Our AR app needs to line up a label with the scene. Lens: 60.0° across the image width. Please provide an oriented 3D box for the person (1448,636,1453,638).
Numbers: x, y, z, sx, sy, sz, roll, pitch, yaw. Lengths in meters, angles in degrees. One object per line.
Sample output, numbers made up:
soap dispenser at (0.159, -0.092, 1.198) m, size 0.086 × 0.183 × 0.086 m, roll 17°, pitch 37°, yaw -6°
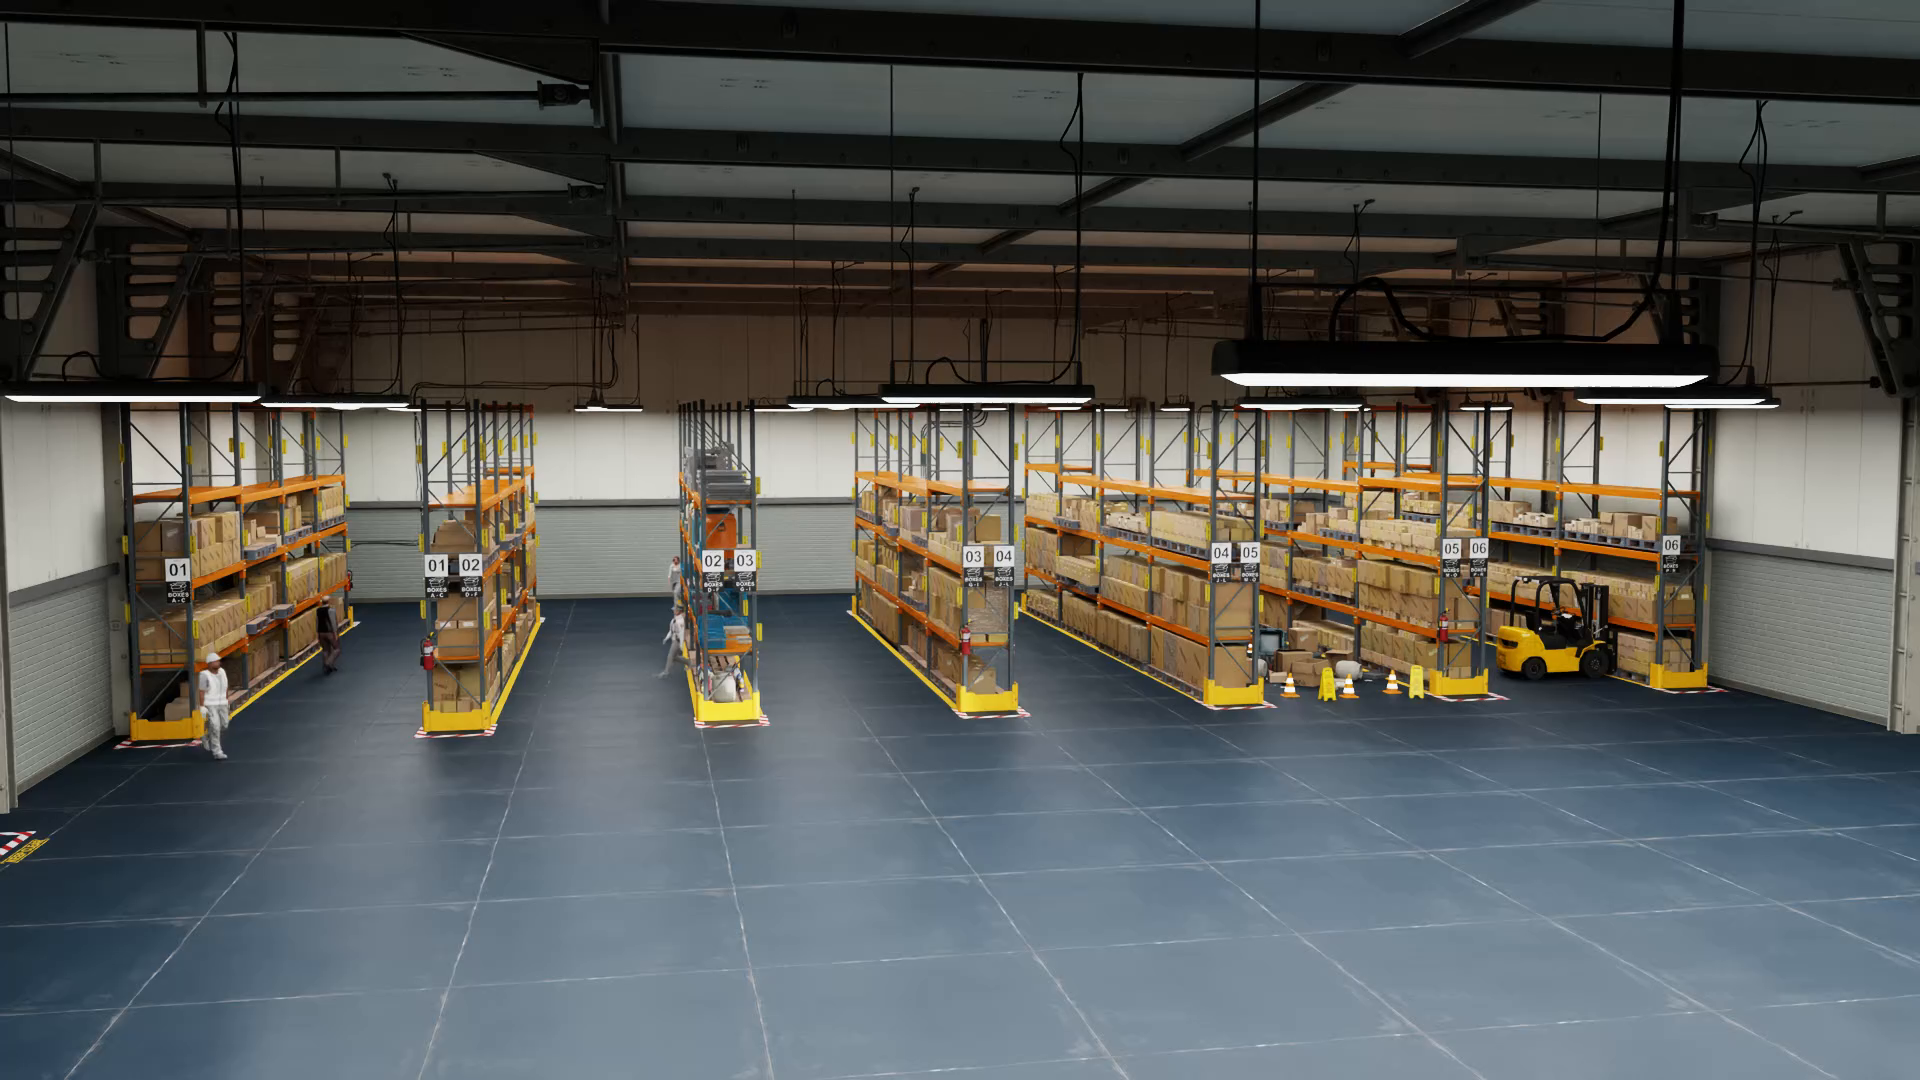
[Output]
person at (11.427, 1.904, 39.031) m, size 0.567 × 1.800 × 0.389 m, roll -3°, pitch 5°, yaw -36°

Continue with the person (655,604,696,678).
person at (-6.141, 2.184, 35.974) m, size 0.898 × 1.621 × 0.541 m, roll -2°, pitch 5°, yaw -20°

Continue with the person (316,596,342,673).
person at (-14.012, 2.091, 36.757) m, size 0.567 × 1.715 × 0.488 m, roll 1°, pitch 5°, yaw 17°

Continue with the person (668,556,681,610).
person at (-8.329, 1.238, 48.895) m, size 0.399 × 1.549 × 0.909 m, roll 1°, pitch 5°, yaw 18°

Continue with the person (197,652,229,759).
person at (-12.452, 2.739, 27.677) m, size 0.789 × 1.767 × 0.564 m, roll 2°, pitch 5°, yaw 29°
